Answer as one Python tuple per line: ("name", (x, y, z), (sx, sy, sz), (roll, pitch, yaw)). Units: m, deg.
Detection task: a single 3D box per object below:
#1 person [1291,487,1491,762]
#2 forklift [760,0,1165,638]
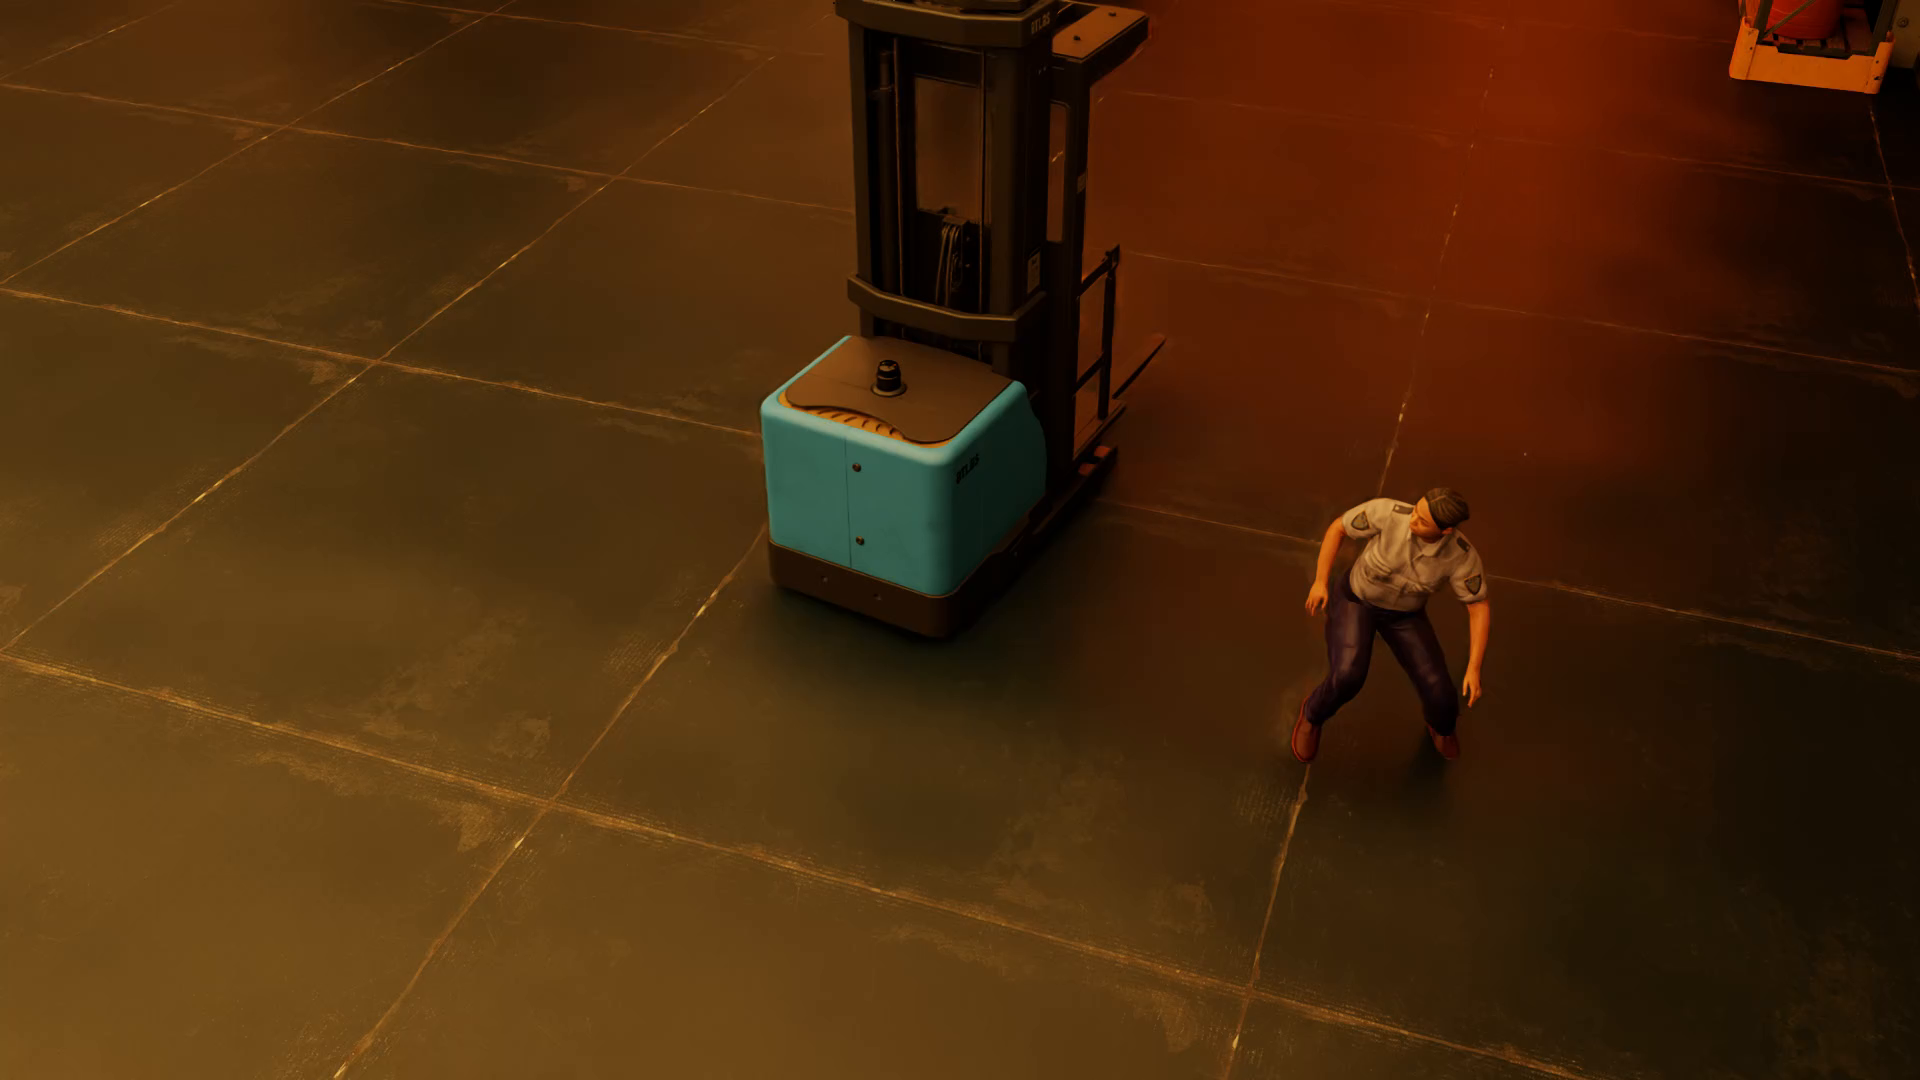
("person", (1.831, 0.355, 6.974), (0.771, 1.432, 0.631), (3, 35, 4))
("forklift", (0.208, -1.565, 8.318), (1.130, 2.935, 3.031), (18, 39, 23))
